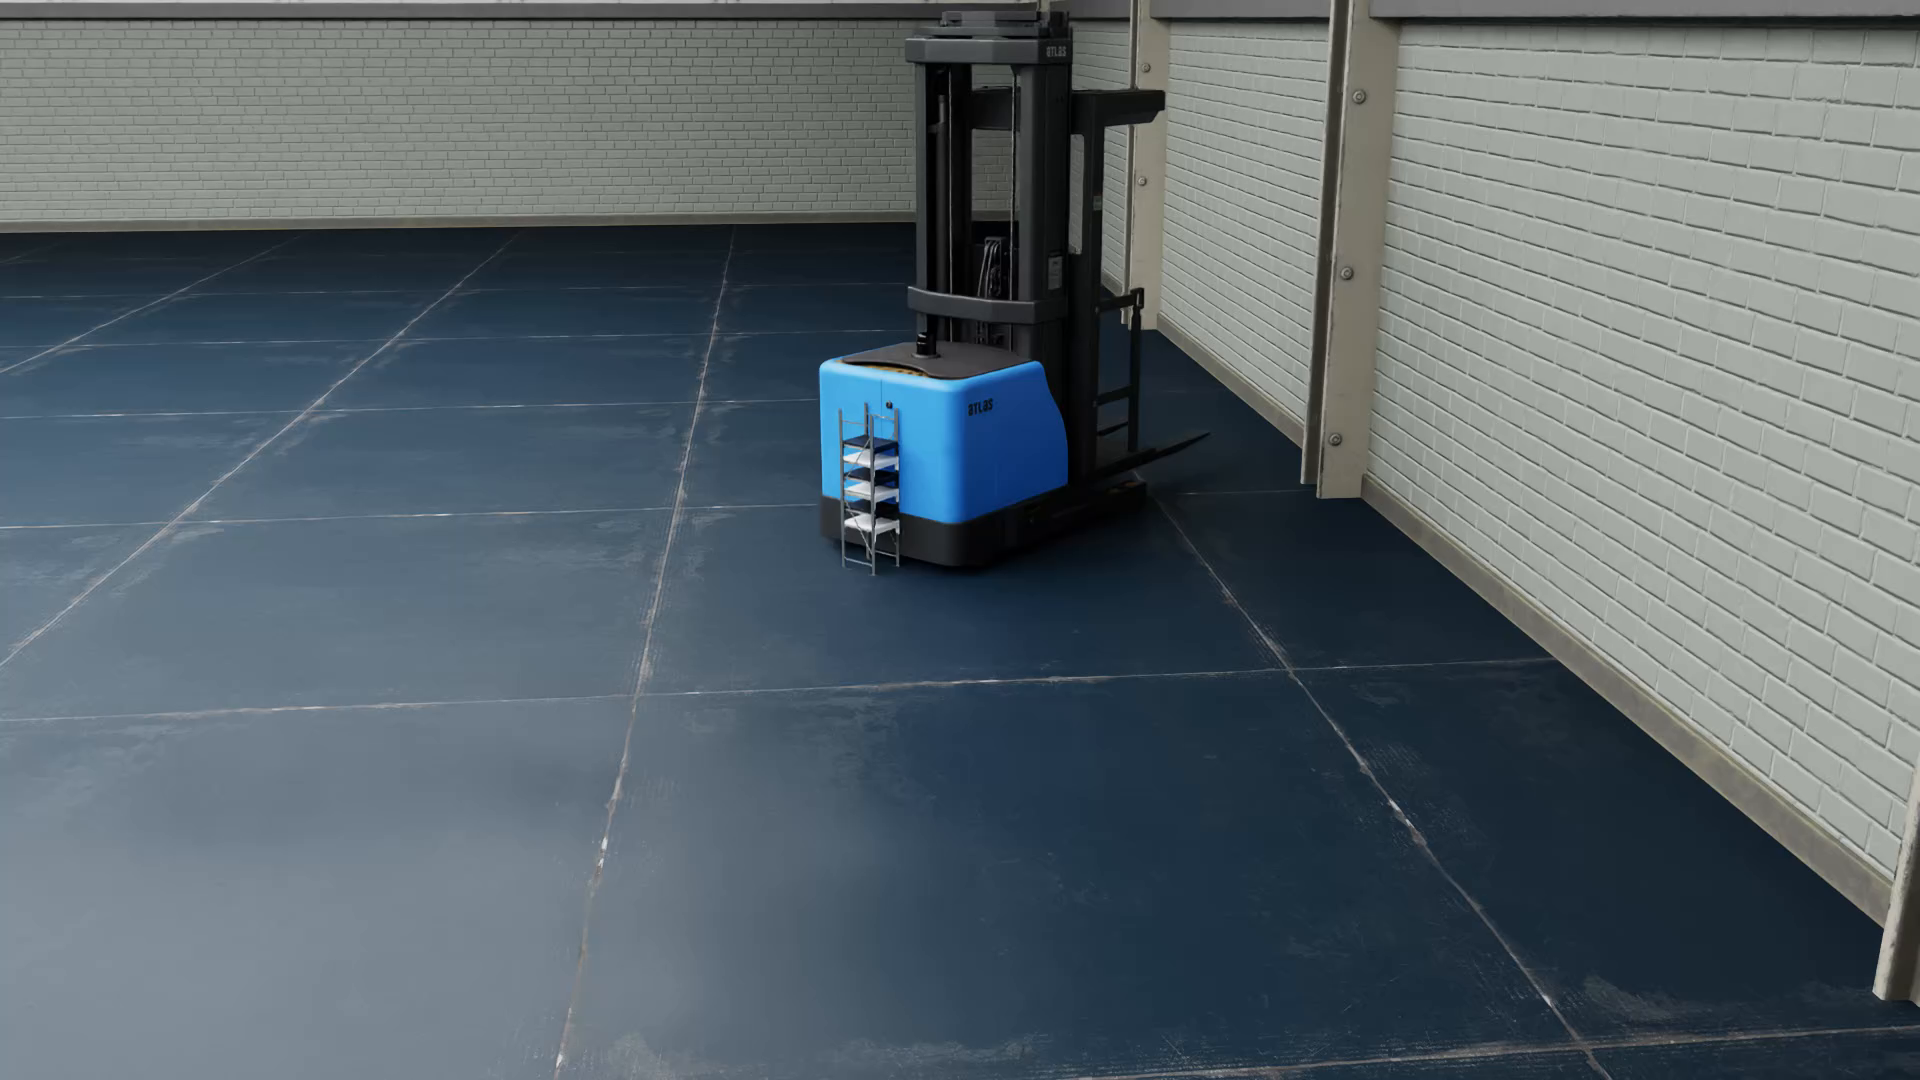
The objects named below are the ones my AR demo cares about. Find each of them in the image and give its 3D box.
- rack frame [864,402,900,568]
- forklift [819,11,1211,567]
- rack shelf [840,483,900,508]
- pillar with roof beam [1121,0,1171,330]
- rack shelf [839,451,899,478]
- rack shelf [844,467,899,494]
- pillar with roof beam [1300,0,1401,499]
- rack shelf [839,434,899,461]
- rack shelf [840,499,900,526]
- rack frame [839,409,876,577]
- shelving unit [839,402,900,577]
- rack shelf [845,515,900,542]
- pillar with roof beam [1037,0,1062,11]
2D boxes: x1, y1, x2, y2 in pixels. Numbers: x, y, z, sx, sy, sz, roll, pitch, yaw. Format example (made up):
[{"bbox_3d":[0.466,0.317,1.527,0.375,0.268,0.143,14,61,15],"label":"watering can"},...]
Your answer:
[{"bbox_3d":[-0.428,-0.298,9.125,0.240,0.900,0.006,13,22,36],"label":"rack frame"},{"bbox_3d":[0.506,-1.627,9.967,1.130,2.935,3.031,13,22,36],"label":"forklift"},{"bbox_3d":[-0.491,-0.243,9.059,0.258,0.077,0.200,13,22,36],"label":"rack shelf"},{"bbox_3d":[-2.499,-6.274,14.639,9.100,9.000,0.400,-2,18,-6],"label":"pillar with roof beam"},{"bbox_3d":[-0.491,-0.414,9.005,0.258,0.077,0.200,13,22,36],"label":"rack shelf"},{"bbox_3d":[-0.491,-0.328,9.032,0.258,0.077,0.200,13,22,36],"label":"rack shelf"},{"bbox_3d":[-1.881,-4.487,8.945,9.100,9.000,0.400,-2,18,-6],"label":"pillar with roof beam"},{"bbox_3d":[-0.491,-0.500,8.978,0.258,0.077,0.200,13,22,36],"label":"rack shelf"},{"bbox_3d":[-0.491,-0.157,9.086,0.258,0.077,0.200,13,22,36],"label":"rack shelf"},{"bbox_3d":[-0.554,-0.250,8.972,0.240,0.900,0.006,13,22,36],"label":"rack frame"},{"bbox_3d":[-0.491,-0.274,9.049,0.258,0.900,0.210,13,22,36],"label":"shelving unit"},{"bbox_3d":[-0.491,-0.071,9.113,0.258,0.077,0.200,13,22,36],"label":"rack shelf"},{"bbox_3d":[-3.118,-8.062,20.333,9.100,9.000,0.400,-2,18,-6],"label":"pillar with roof beam"}]
